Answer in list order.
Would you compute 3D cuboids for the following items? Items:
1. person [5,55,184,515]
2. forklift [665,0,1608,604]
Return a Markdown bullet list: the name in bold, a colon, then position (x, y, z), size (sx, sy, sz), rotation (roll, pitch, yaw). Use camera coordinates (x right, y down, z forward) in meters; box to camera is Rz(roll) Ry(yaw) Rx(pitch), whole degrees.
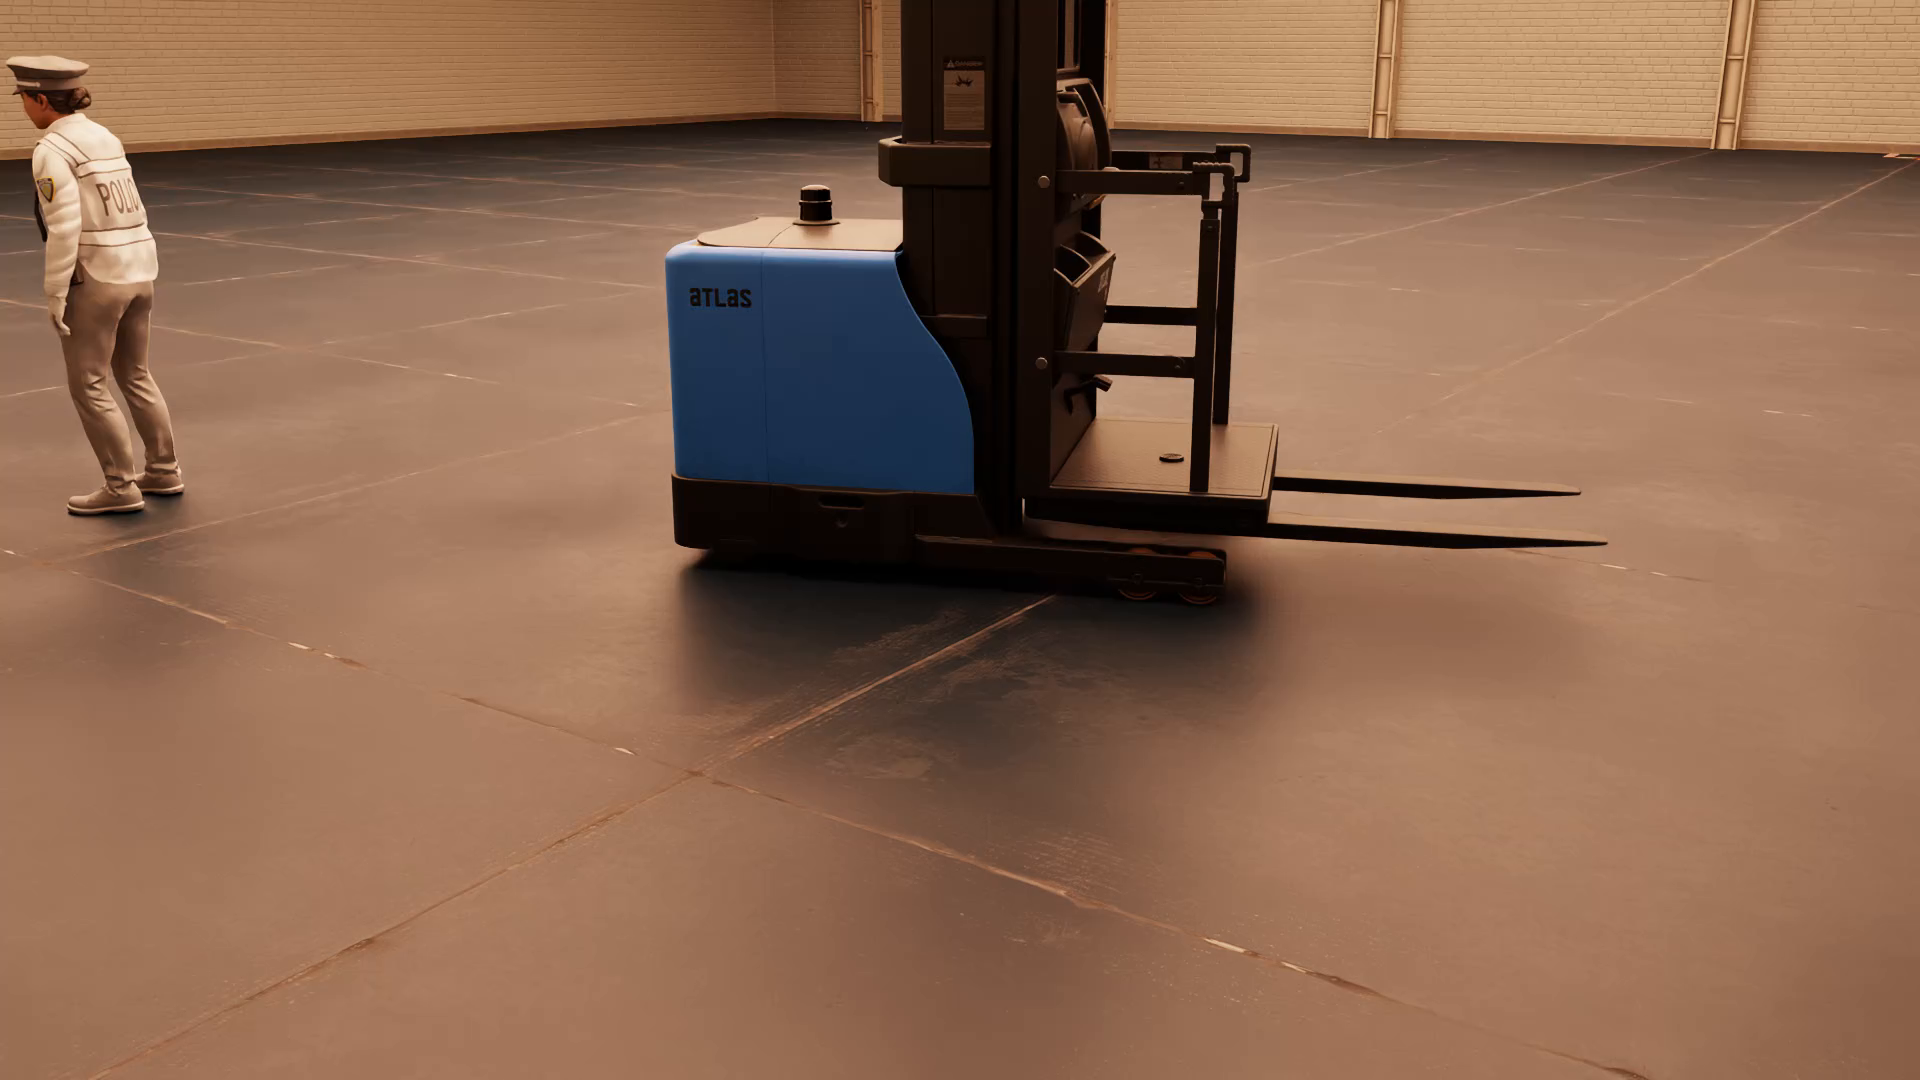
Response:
- **person**: position (-3.197, -0.934, 6.173), size (0.375, 1.662, 0.542), rotation (2, 17, 7)
- **forklift**: position (0.595, -1.367, 5.404), size (3.031, 2.935, 1.130), rotation (4, 17, 12)
